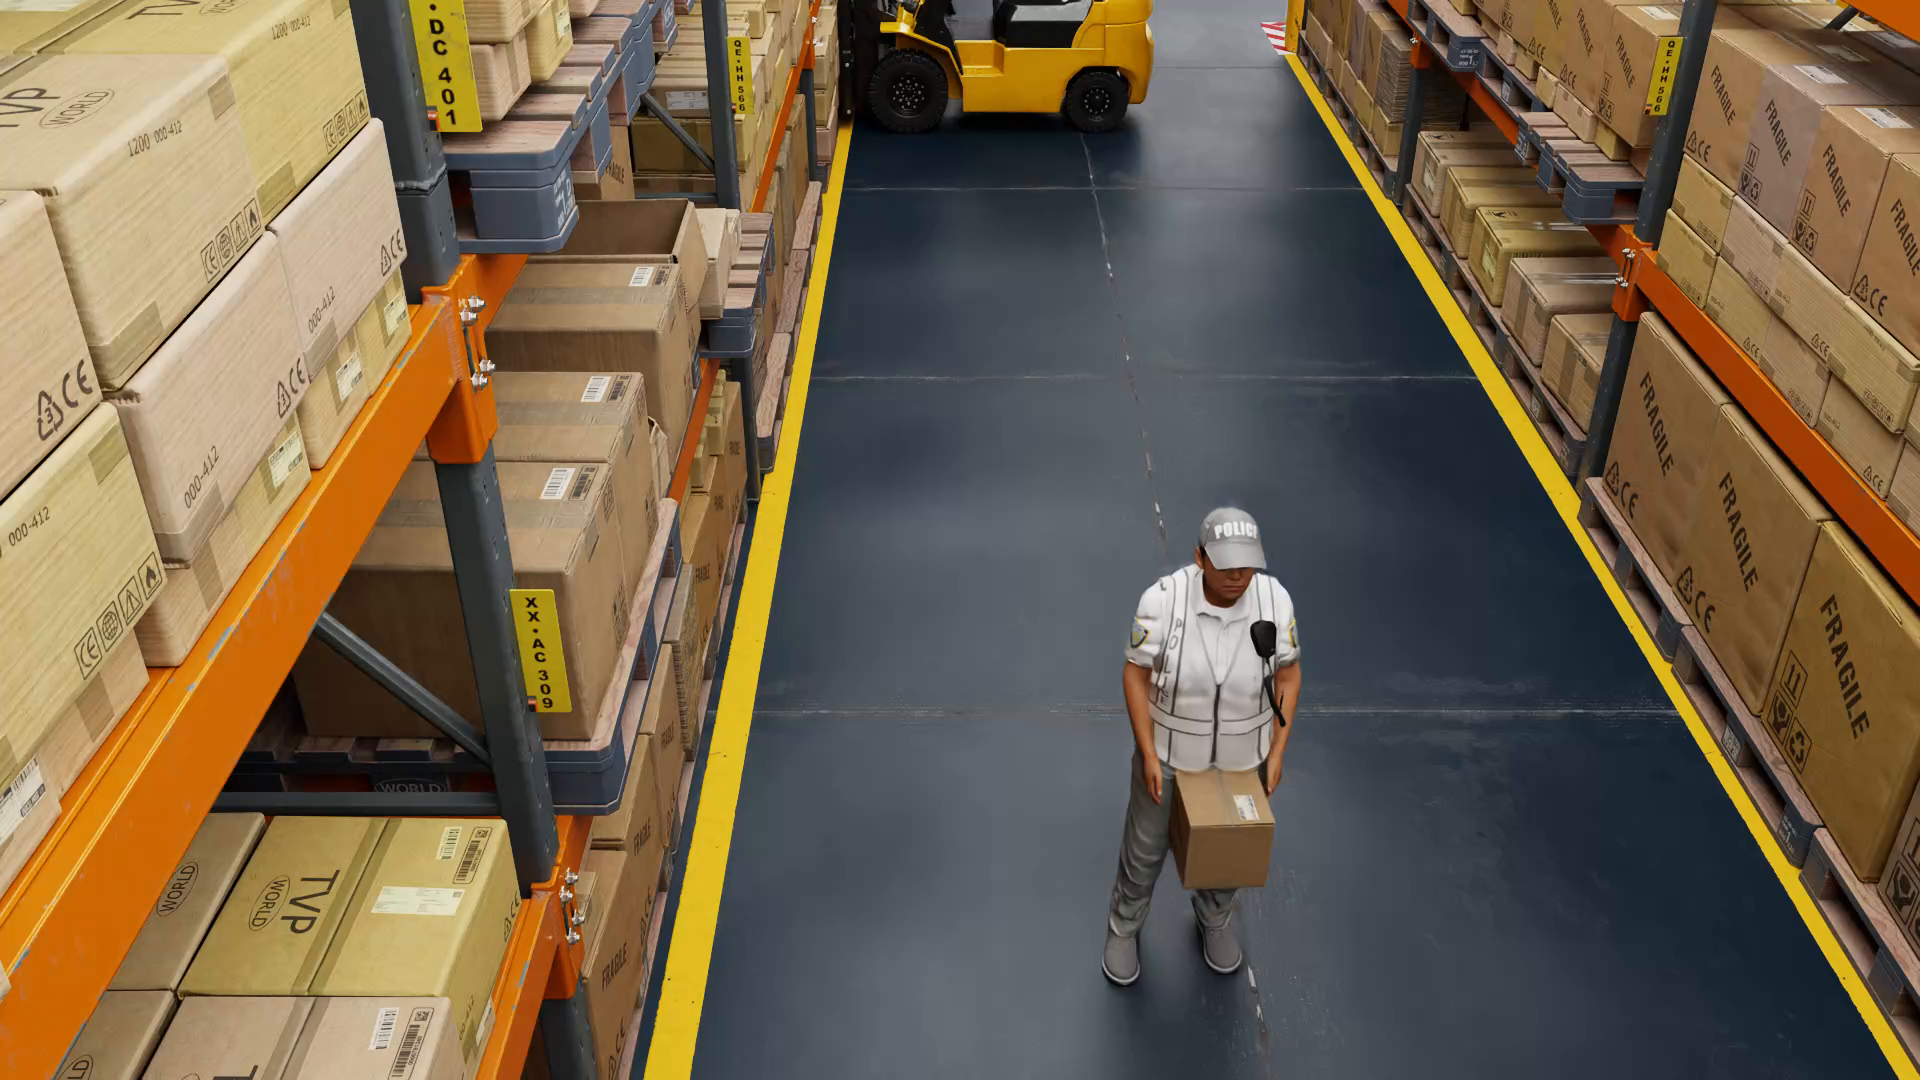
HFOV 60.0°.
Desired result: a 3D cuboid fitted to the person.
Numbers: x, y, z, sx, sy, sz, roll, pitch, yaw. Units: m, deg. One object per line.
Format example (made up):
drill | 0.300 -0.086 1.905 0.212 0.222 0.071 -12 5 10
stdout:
person | 0.745 0.639 5.092 0.562 1.667 0.423 0 32 0
